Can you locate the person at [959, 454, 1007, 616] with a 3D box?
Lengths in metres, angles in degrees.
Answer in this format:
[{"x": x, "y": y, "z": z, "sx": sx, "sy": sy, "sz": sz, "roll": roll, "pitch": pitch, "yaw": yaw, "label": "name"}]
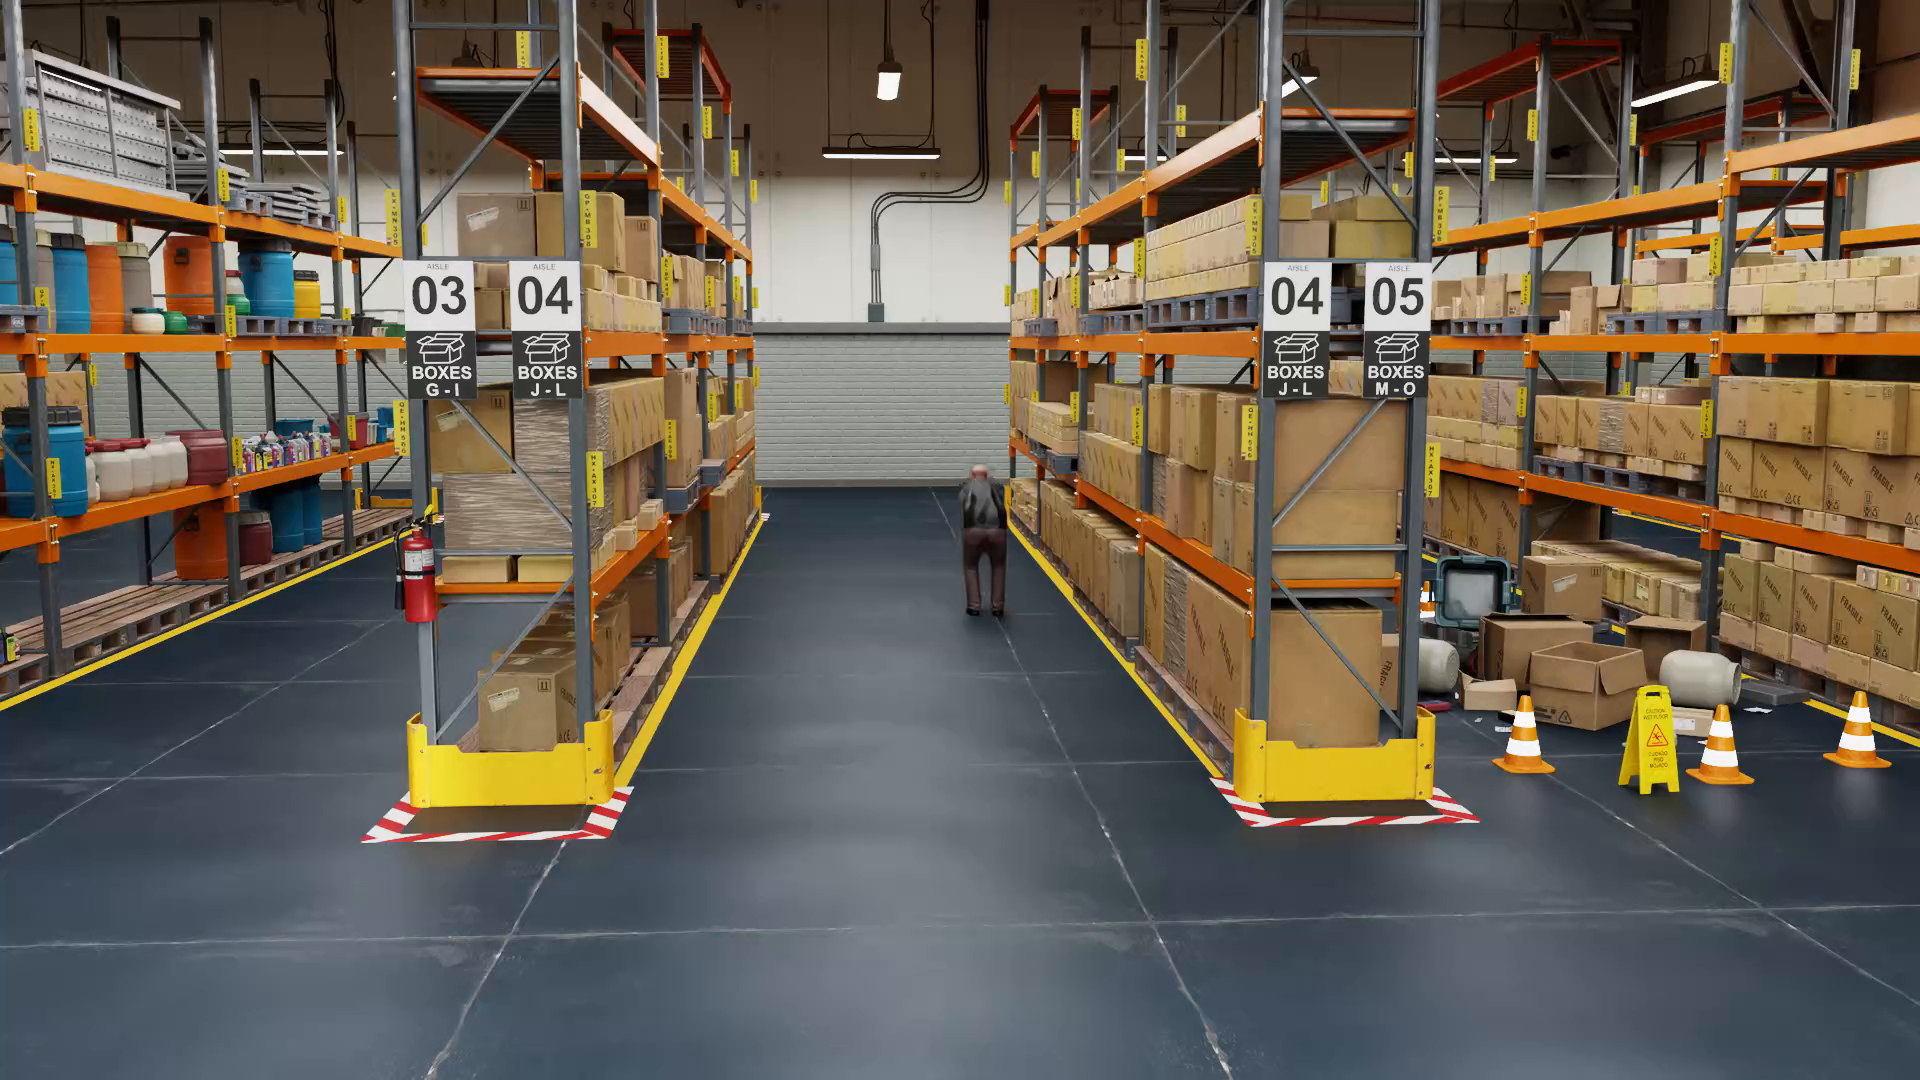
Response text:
[{"x": 0.228, "y": -0.049, "z": 16.801, "sx": 0.470, "sy": 1.599, "sz": 0.676, "roll": -1, "pitch": 7, "yaw": -5, "label": "person"}]
